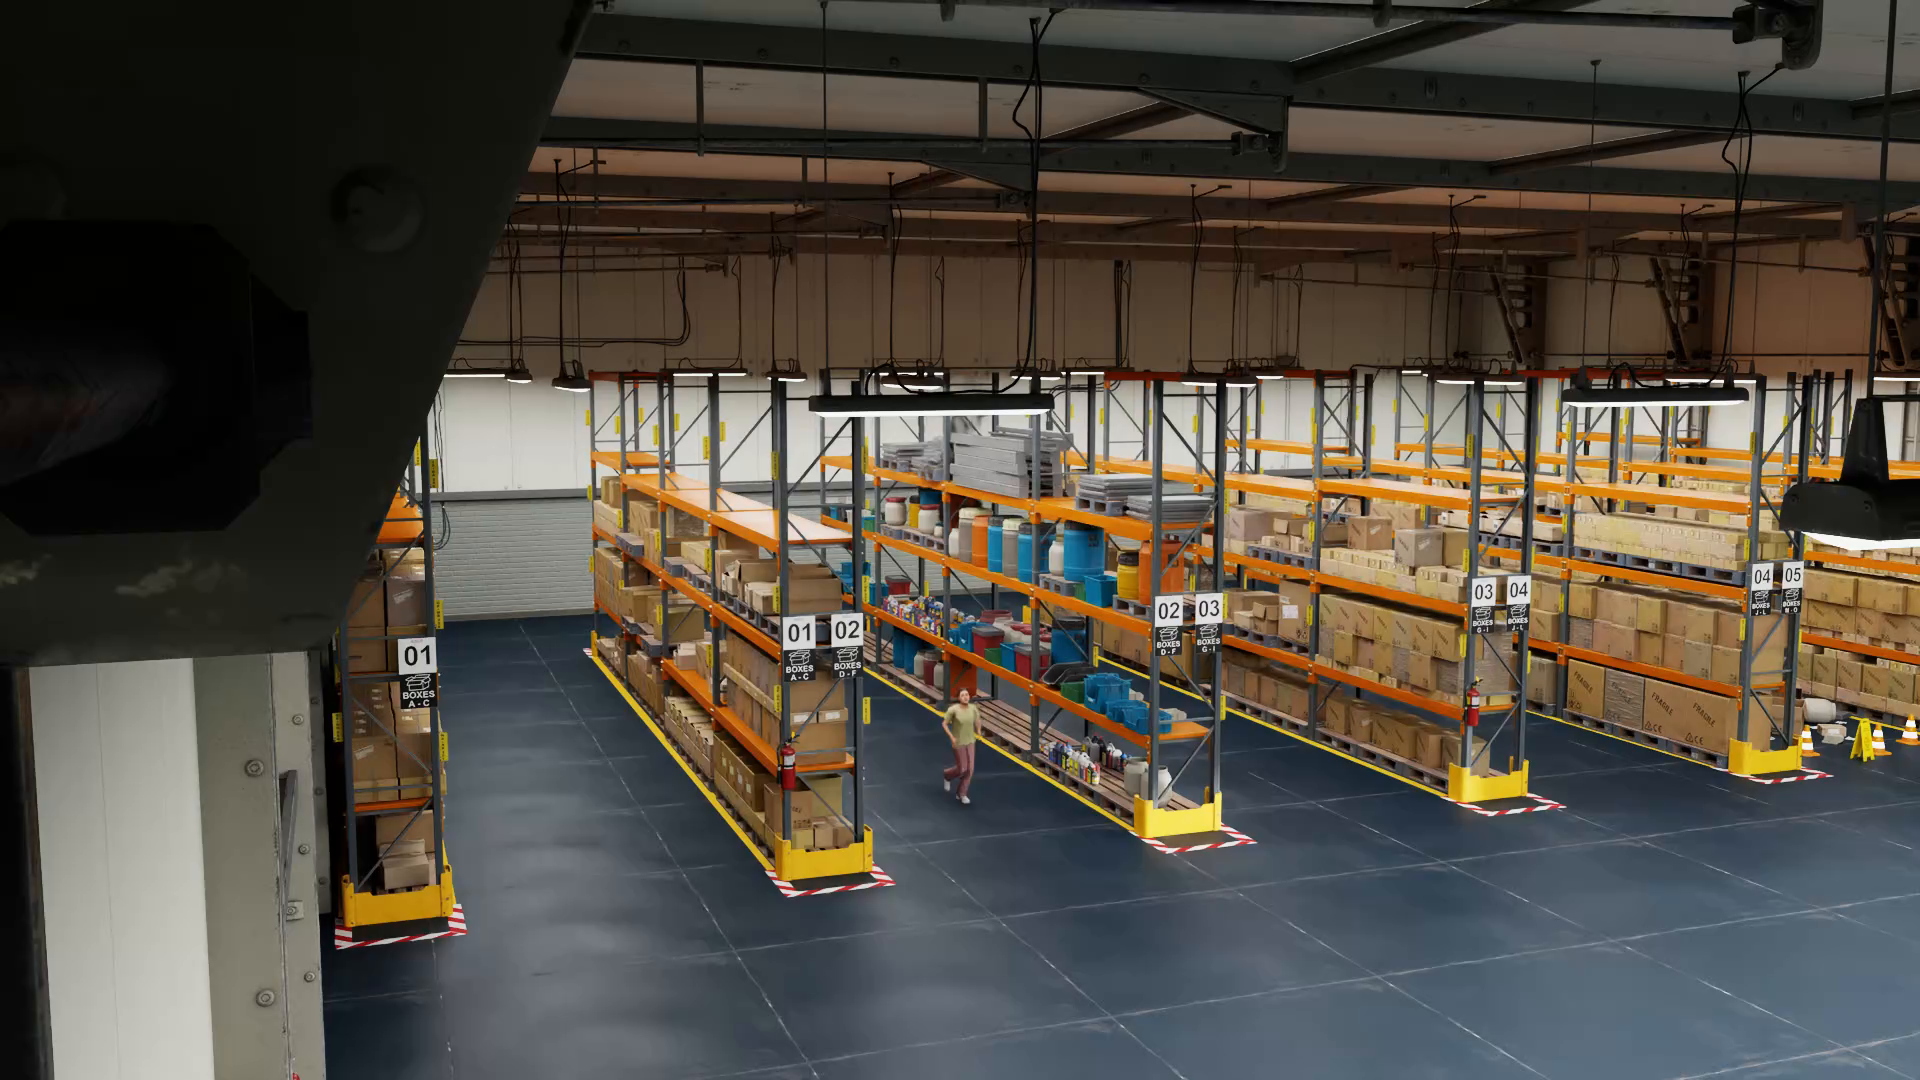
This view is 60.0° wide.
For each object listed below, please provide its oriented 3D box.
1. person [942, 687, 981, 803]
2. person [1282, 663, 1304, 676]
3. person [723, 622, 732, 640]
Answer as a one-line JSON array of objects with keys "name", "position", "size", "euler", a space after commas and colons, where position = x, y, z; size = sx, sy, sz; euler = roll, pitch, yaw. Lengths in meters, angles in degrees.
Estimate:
[{"name": "person", "position": [0.039, 2.892, 23.664], "size": [0.575, 1.639, 0.589], "euler": [-3, 7, -25]}, {"name": "person", "position": [6.467, 1.891, 32.068], "size": [0.651, 1.826, 0.751], "euler": [-3, 7, -22]}, {"name": "person", "position": [-4.636, 1.673, 33.756], "size": [0.682, 1.783, 0.925], "euler": [-3, 7, -29]}]
